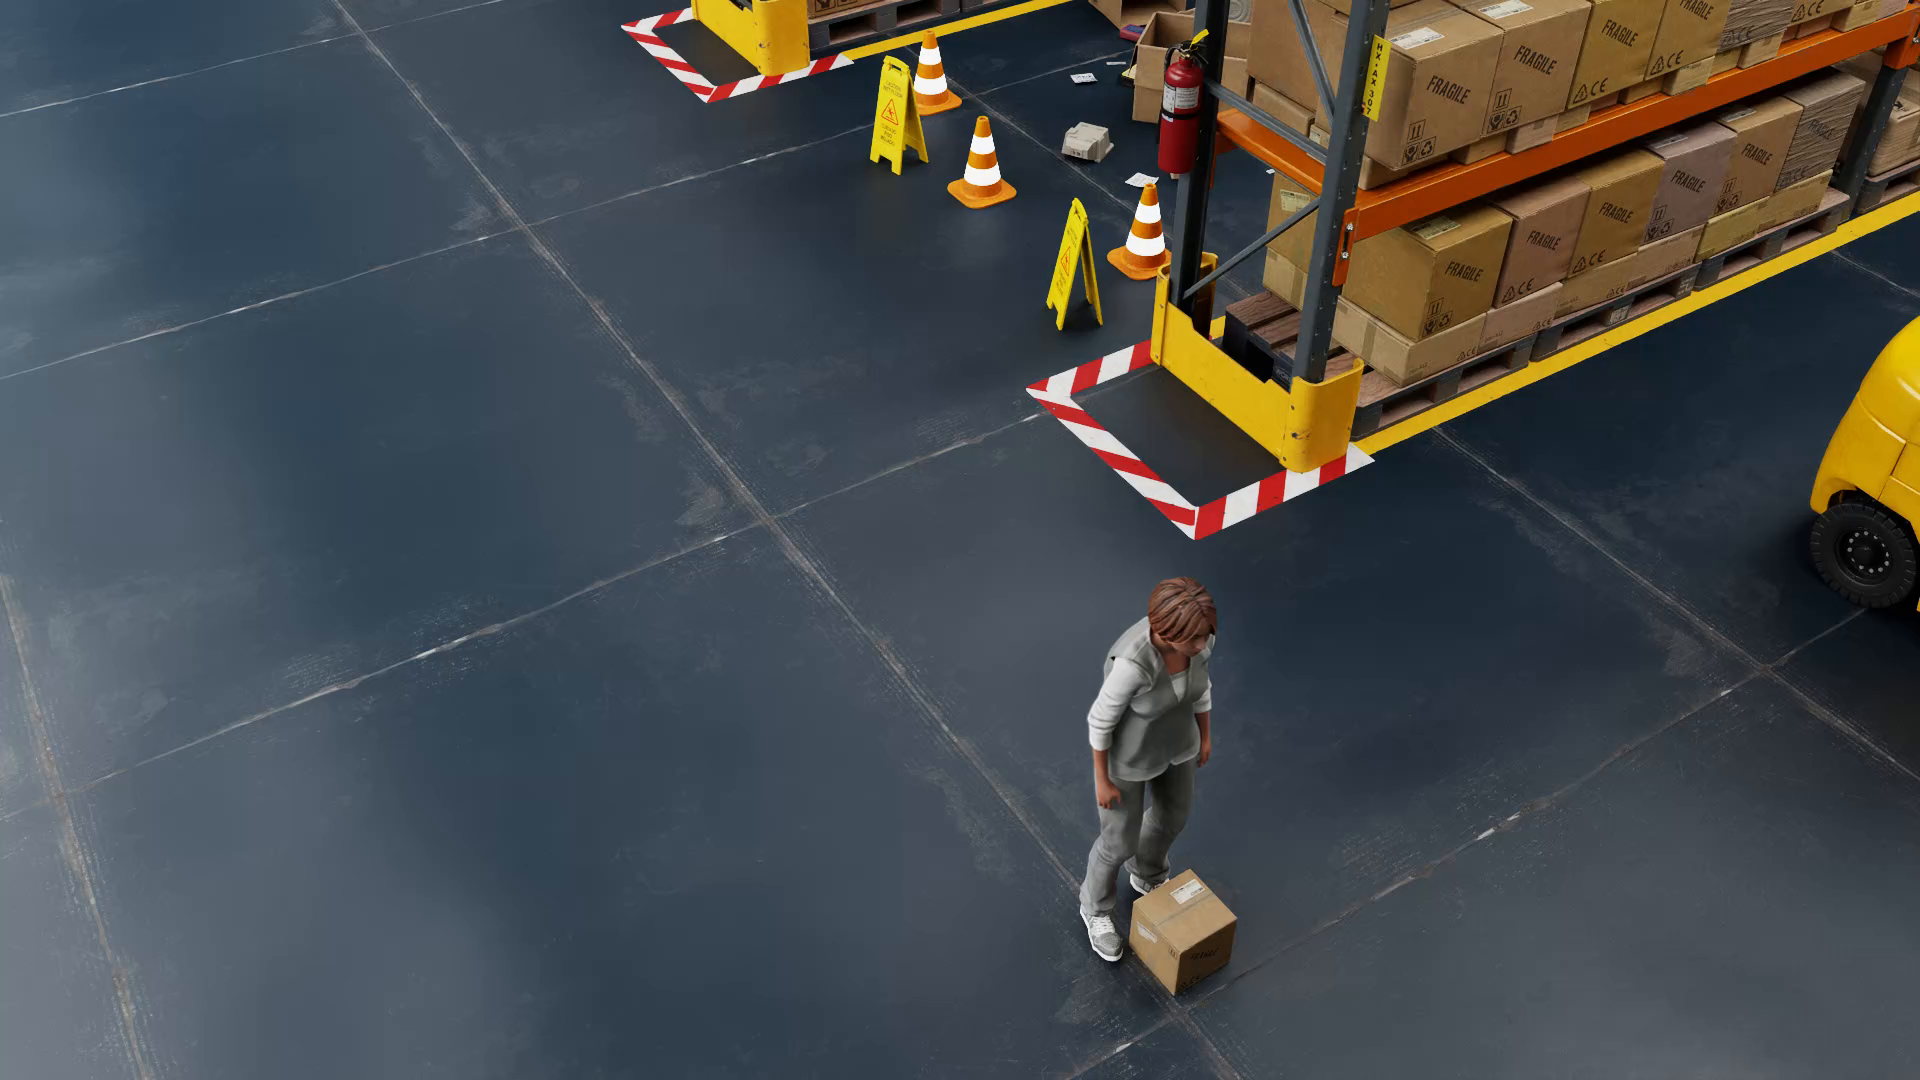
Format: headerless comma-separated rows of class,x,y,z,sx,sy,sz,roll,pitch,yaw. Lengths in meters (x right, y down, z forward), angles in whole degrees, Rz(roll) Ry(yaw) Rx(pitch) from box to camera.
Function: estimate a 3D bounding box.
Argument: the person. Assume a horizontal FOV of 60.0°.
person,0.614,0.699,5.372,0.460,1.593,0.344,-23,46,-24
